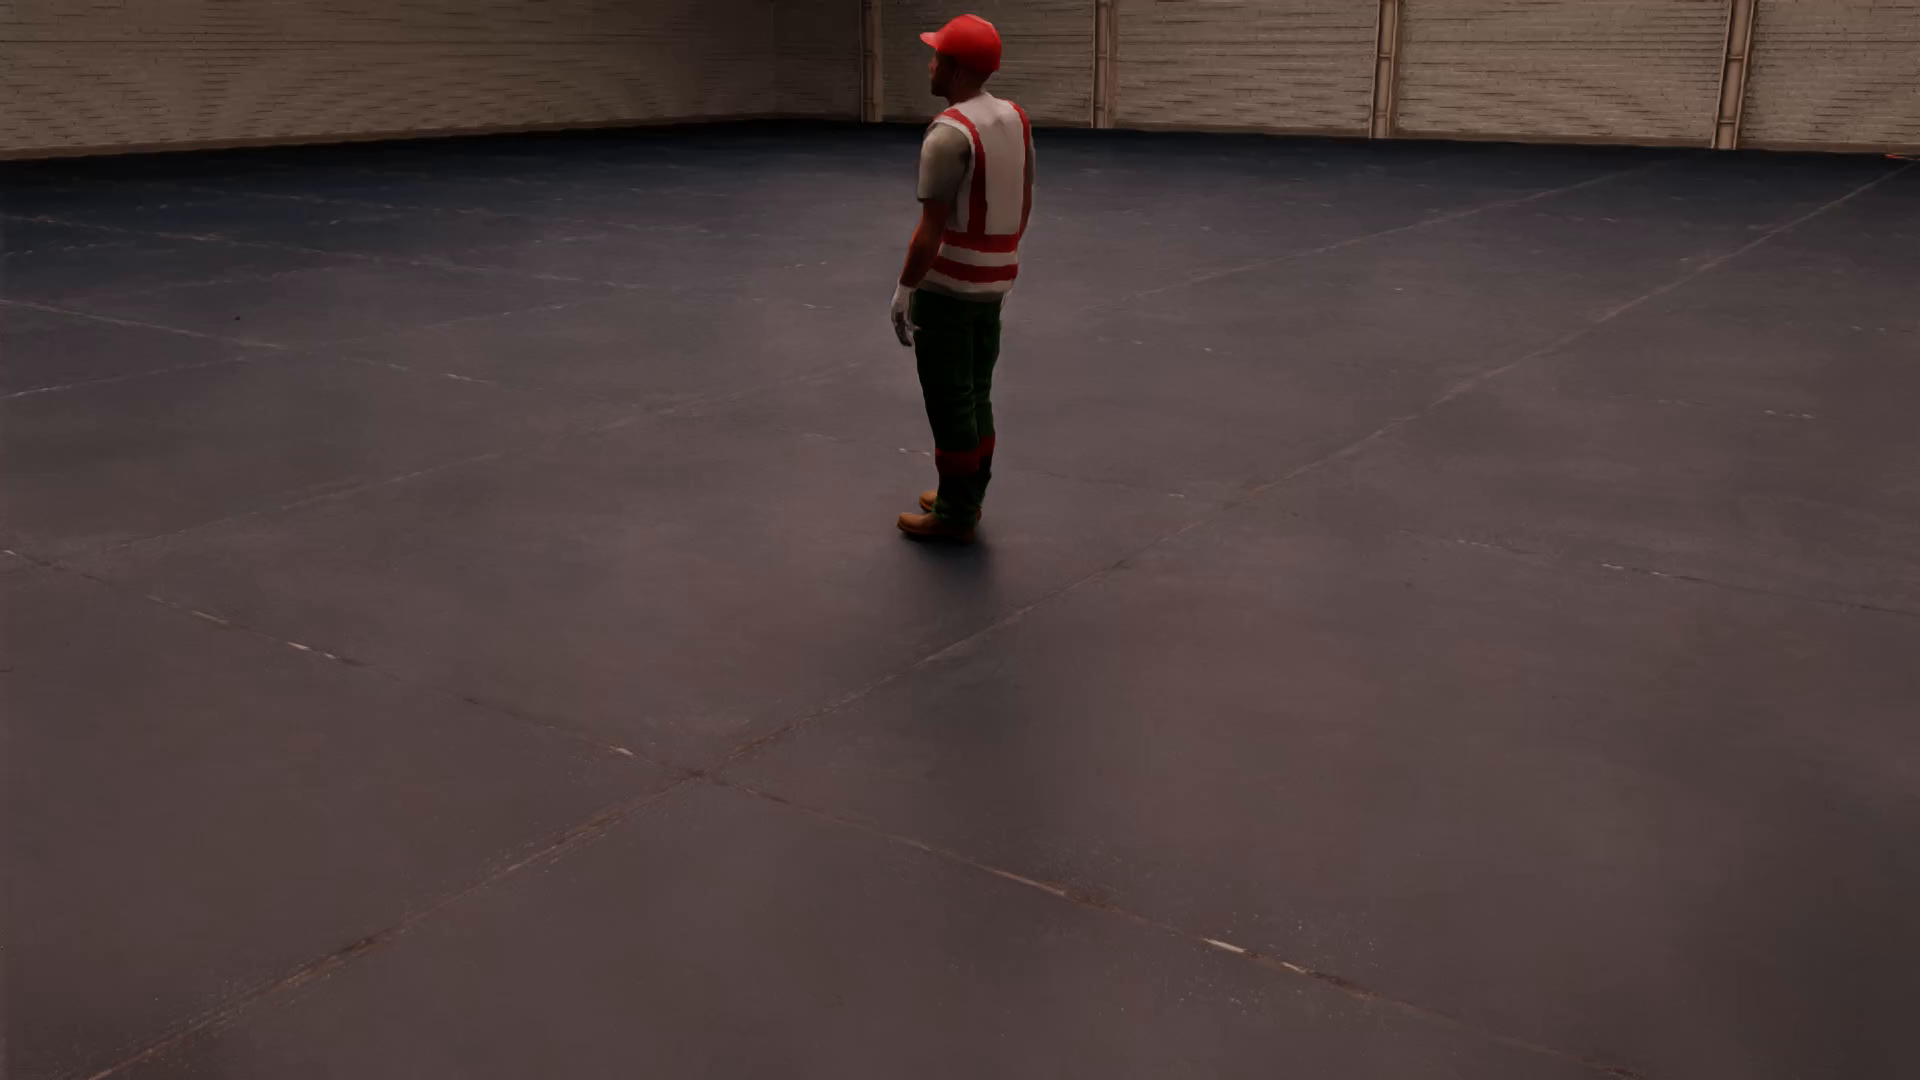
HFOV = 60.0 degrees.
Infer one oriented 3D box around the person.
[{"bbox_3d":[-0.060,-0.879,5.743,0.563,1.787,0.637,11,20,33],"label":"person"}]
